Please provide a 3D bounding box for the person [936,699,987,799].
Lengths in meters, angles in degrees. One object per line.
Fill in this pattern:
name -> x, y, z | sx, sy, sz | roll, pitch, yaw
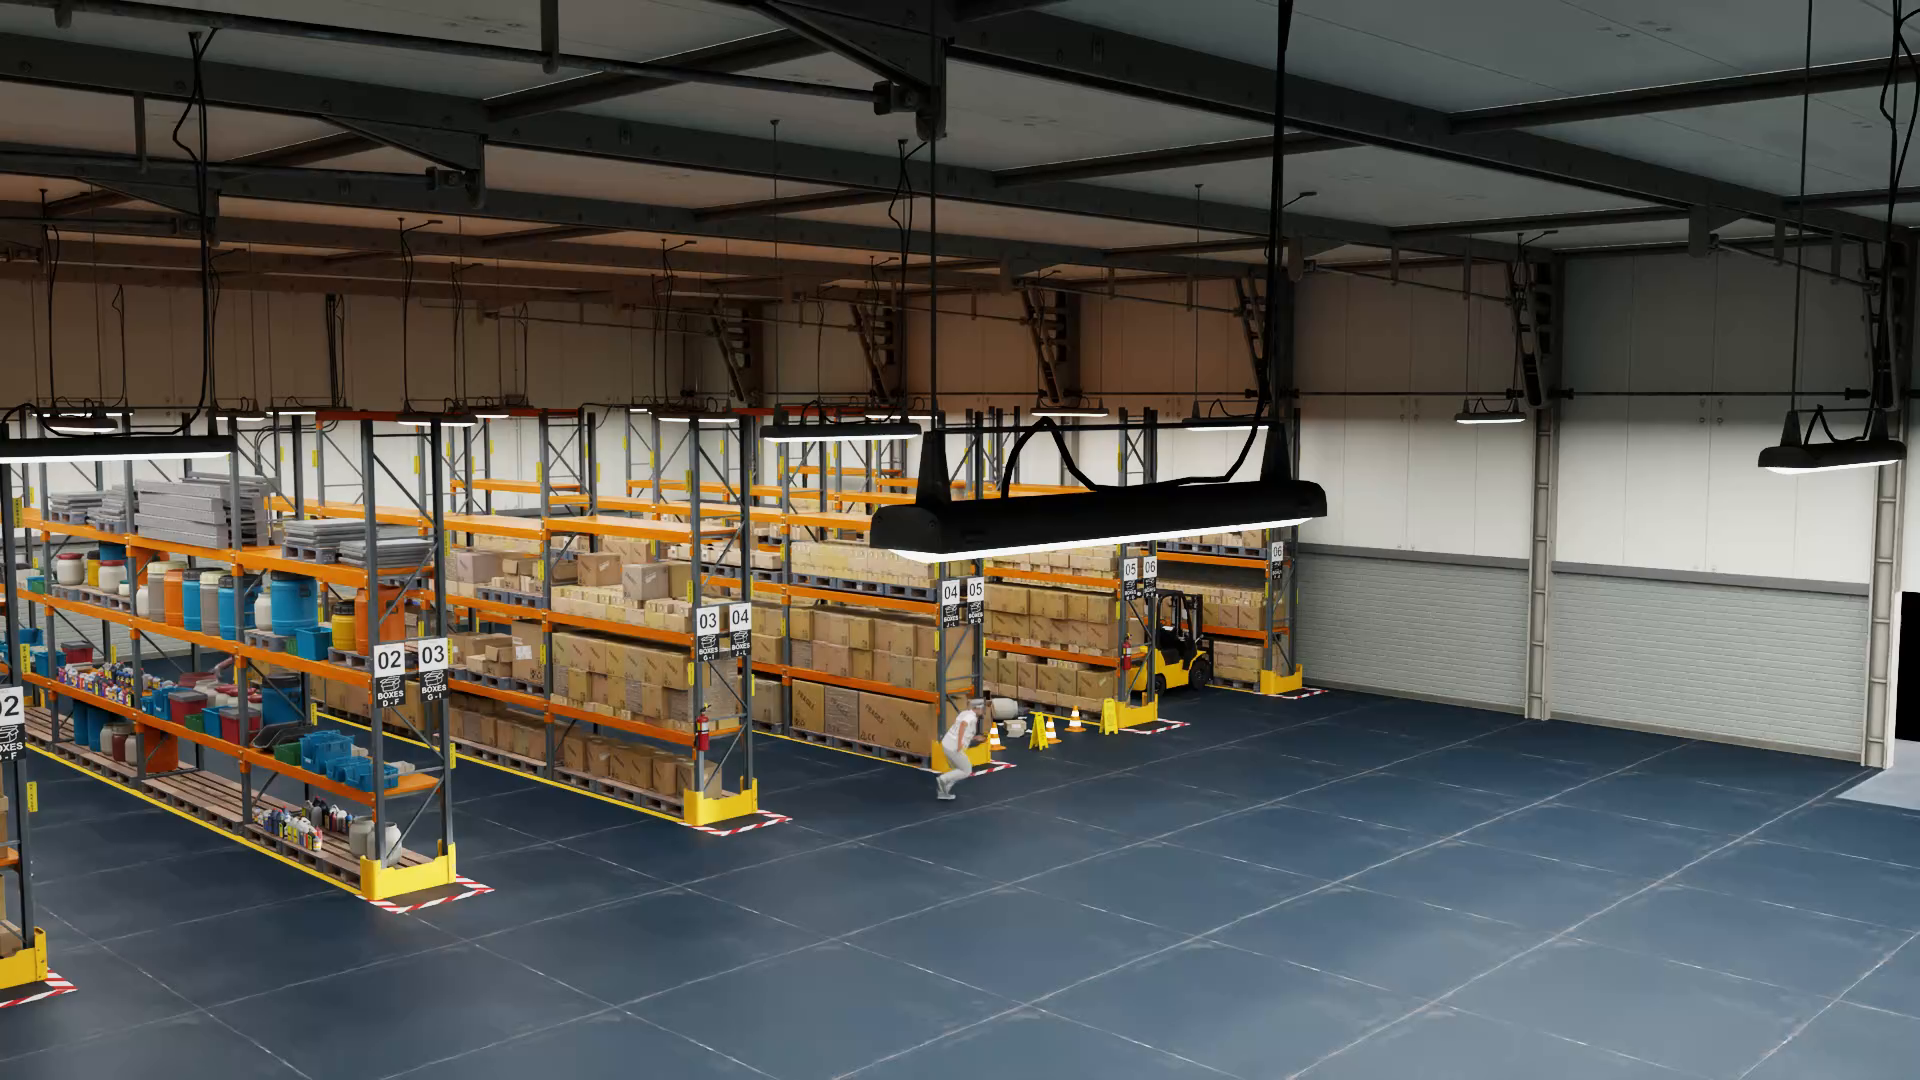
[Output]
person -> 0.040, 3.270, 25.833 | 0.834, 1.566, 0.696 | -1, 5, -13

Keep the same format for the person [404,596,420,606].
person -> -13.017, 2.036, 39.382 | 0.522, 1.662, 0.783 | -2, 5, -20

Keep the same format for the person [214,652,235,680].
person -> -15.894, 2.314, 36.384 | 0.625, 1.588, 0.728 | 4, 6, 37
